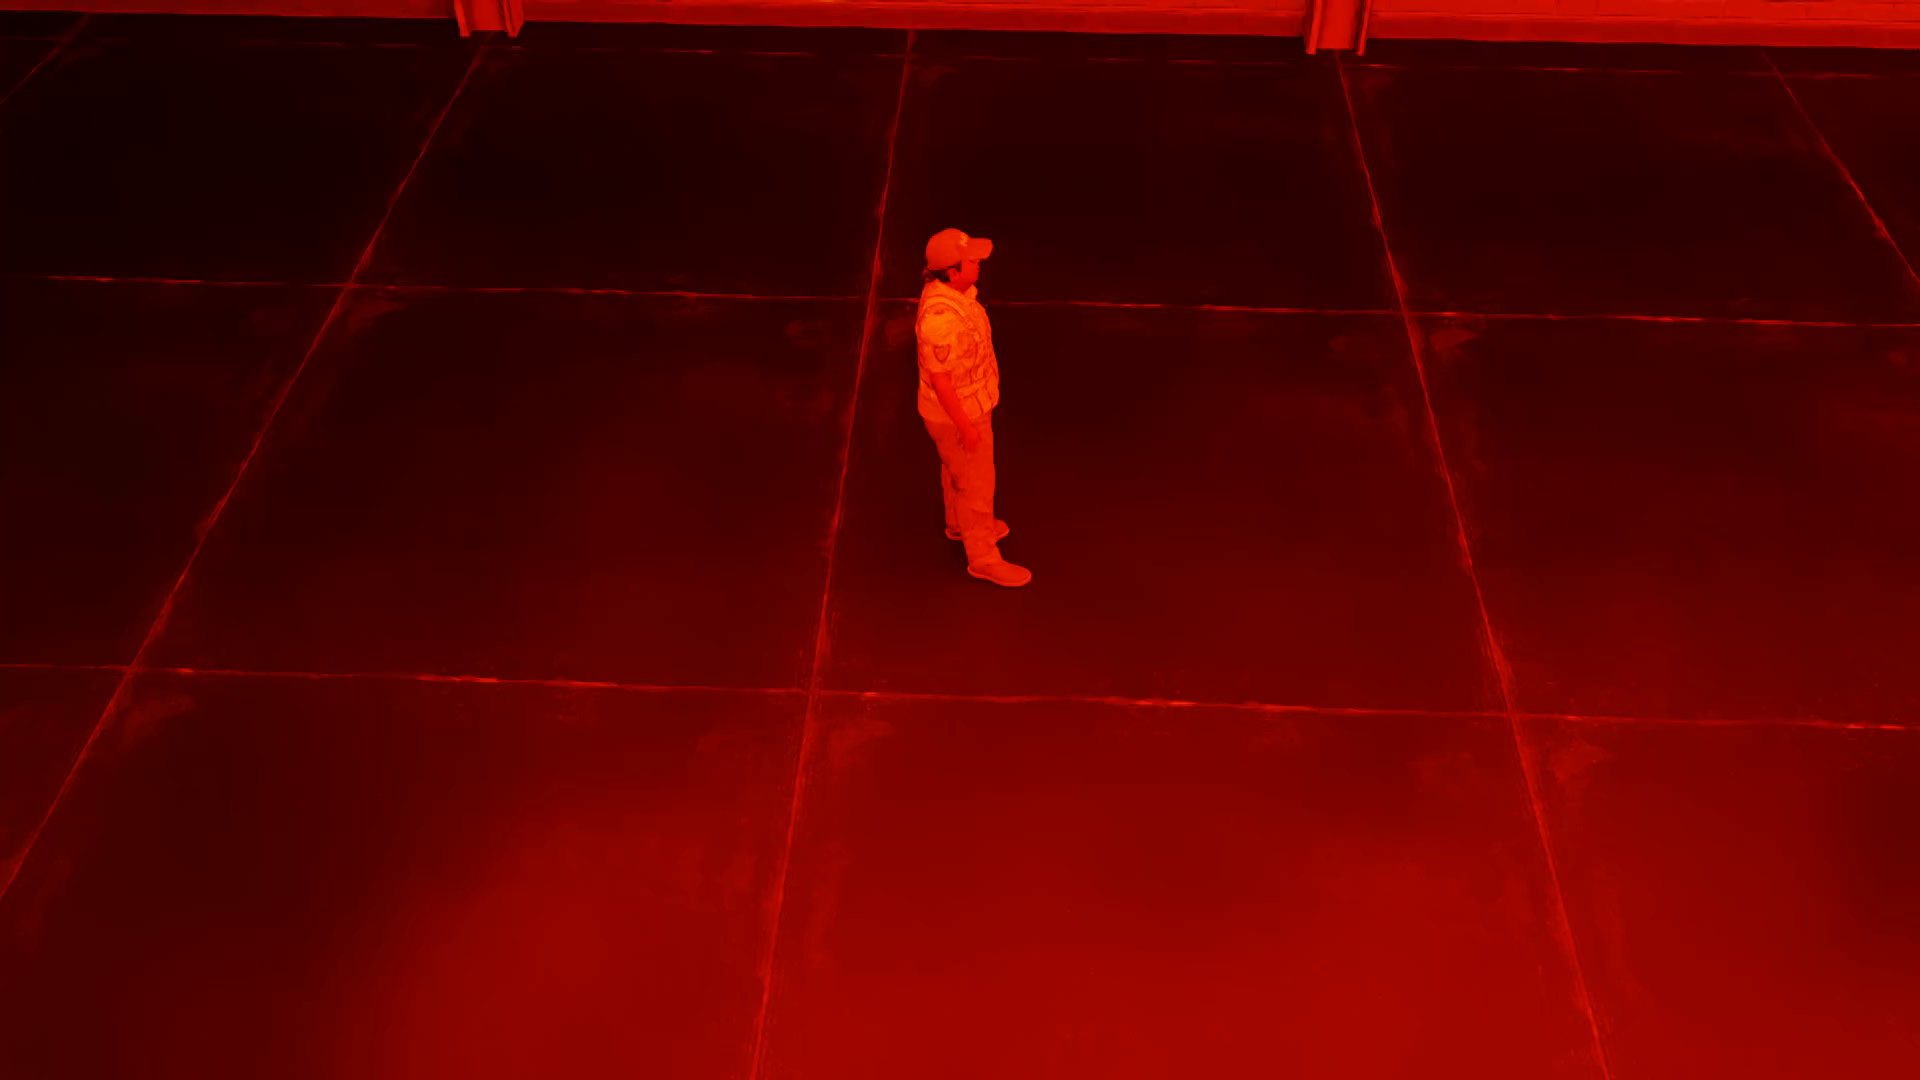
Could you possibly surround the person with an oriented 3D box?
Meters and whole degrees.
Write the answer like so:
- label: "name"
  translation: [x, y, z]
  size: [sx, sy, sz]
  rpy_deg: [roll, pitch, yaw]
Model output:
- label: "person"
  translation: [0.075, -0.603, 7.330]
  size: [0.529, 1.669, 0.598]
  rpy_deg: [2, 42, 2]
